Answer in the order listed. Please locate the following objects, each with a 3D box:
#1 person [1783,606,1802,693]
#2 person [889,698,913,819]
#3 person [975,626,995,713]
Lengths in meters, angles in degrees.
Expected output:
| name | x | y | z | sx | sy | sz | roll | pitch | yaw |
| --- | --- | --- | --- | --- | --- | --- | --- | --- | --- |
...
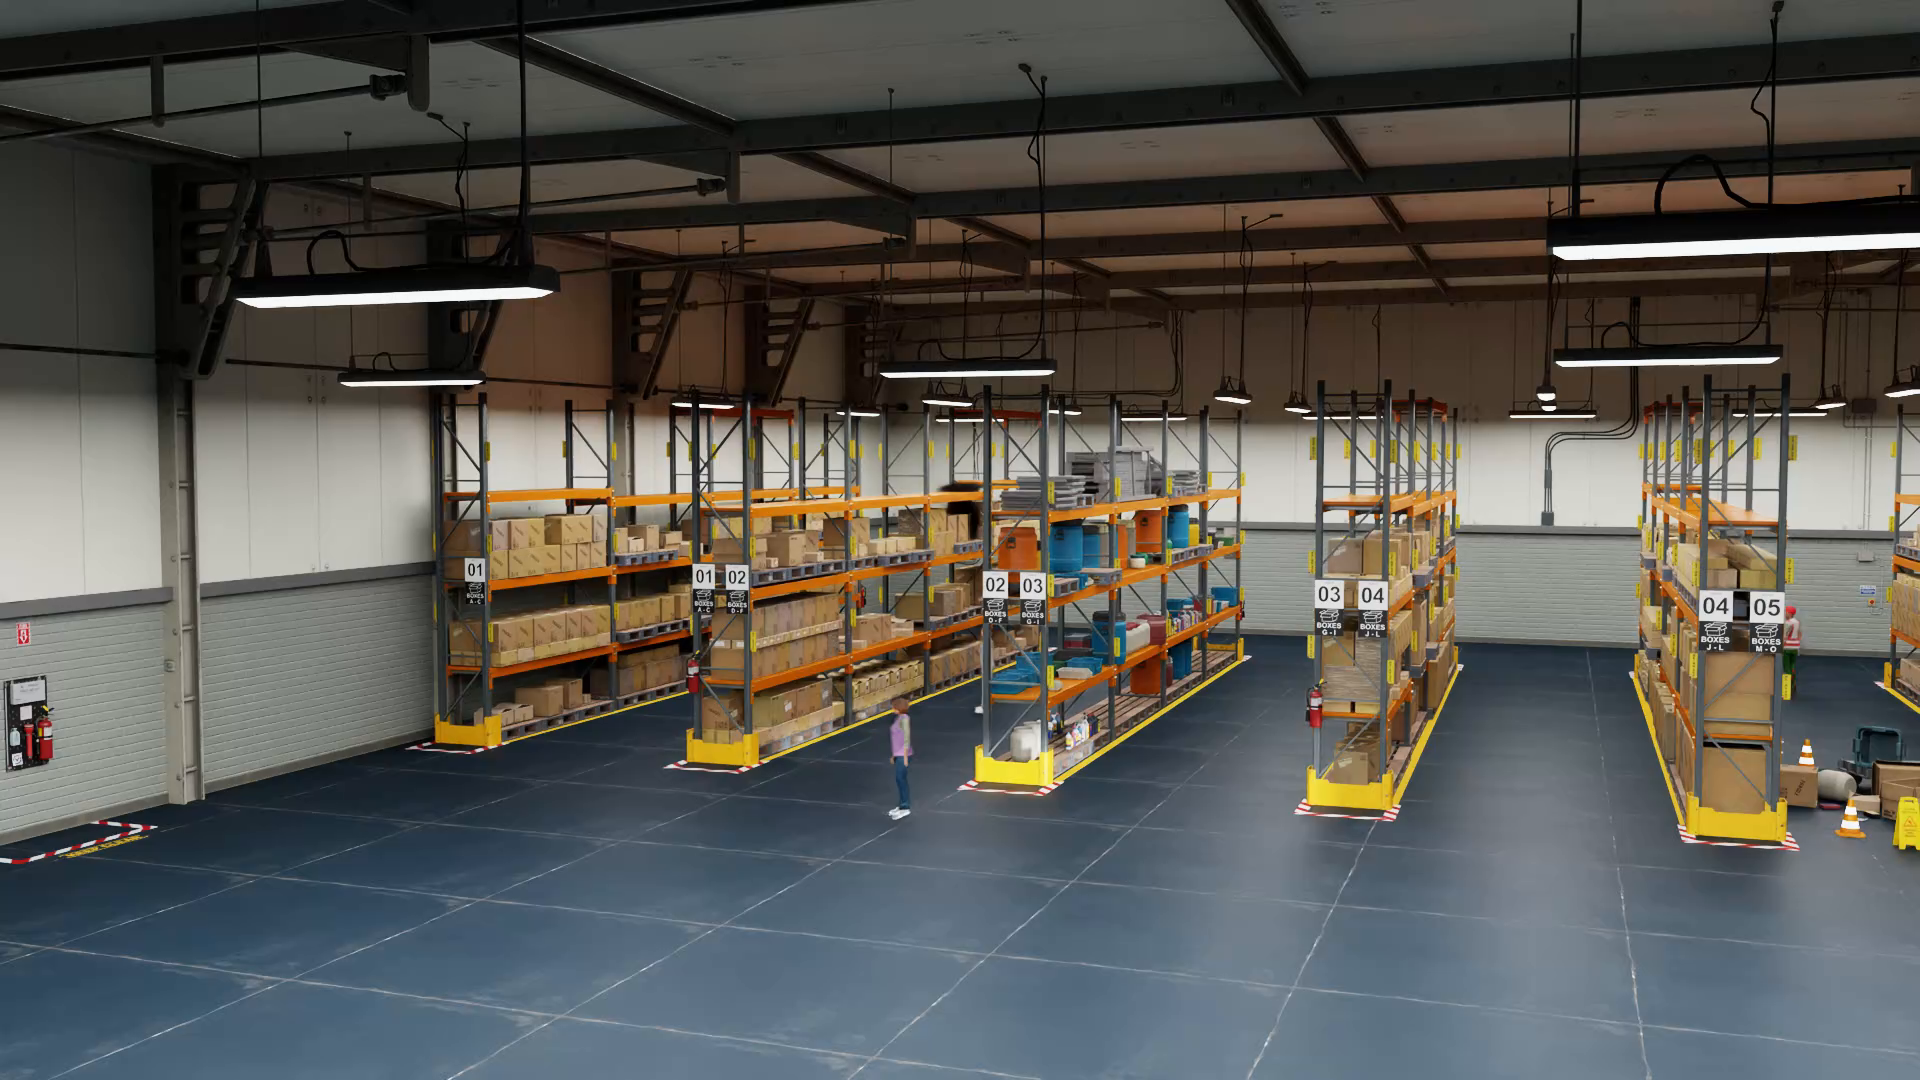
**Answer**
| name | x | y | z | sx | sy | sz | roll | pitch | yaw |
| --- | --- | --- | --- | --- | --- | --- | --- | --- | --- |
| person | 17.148 | 2.267 | 34.434 | 0.611 | 1.820 | 0.511 | 0 | 3 | -3 |
| person | -0.819 | 2.992 | 22.866 | 0.335 | 1.629 | 0.480 | -1 | 3 | -13 |
| person | 0.476 | 2.460 | 31.850 | 0.413 | 1.677 | 0.494 | 0 | 3 | 9 |
